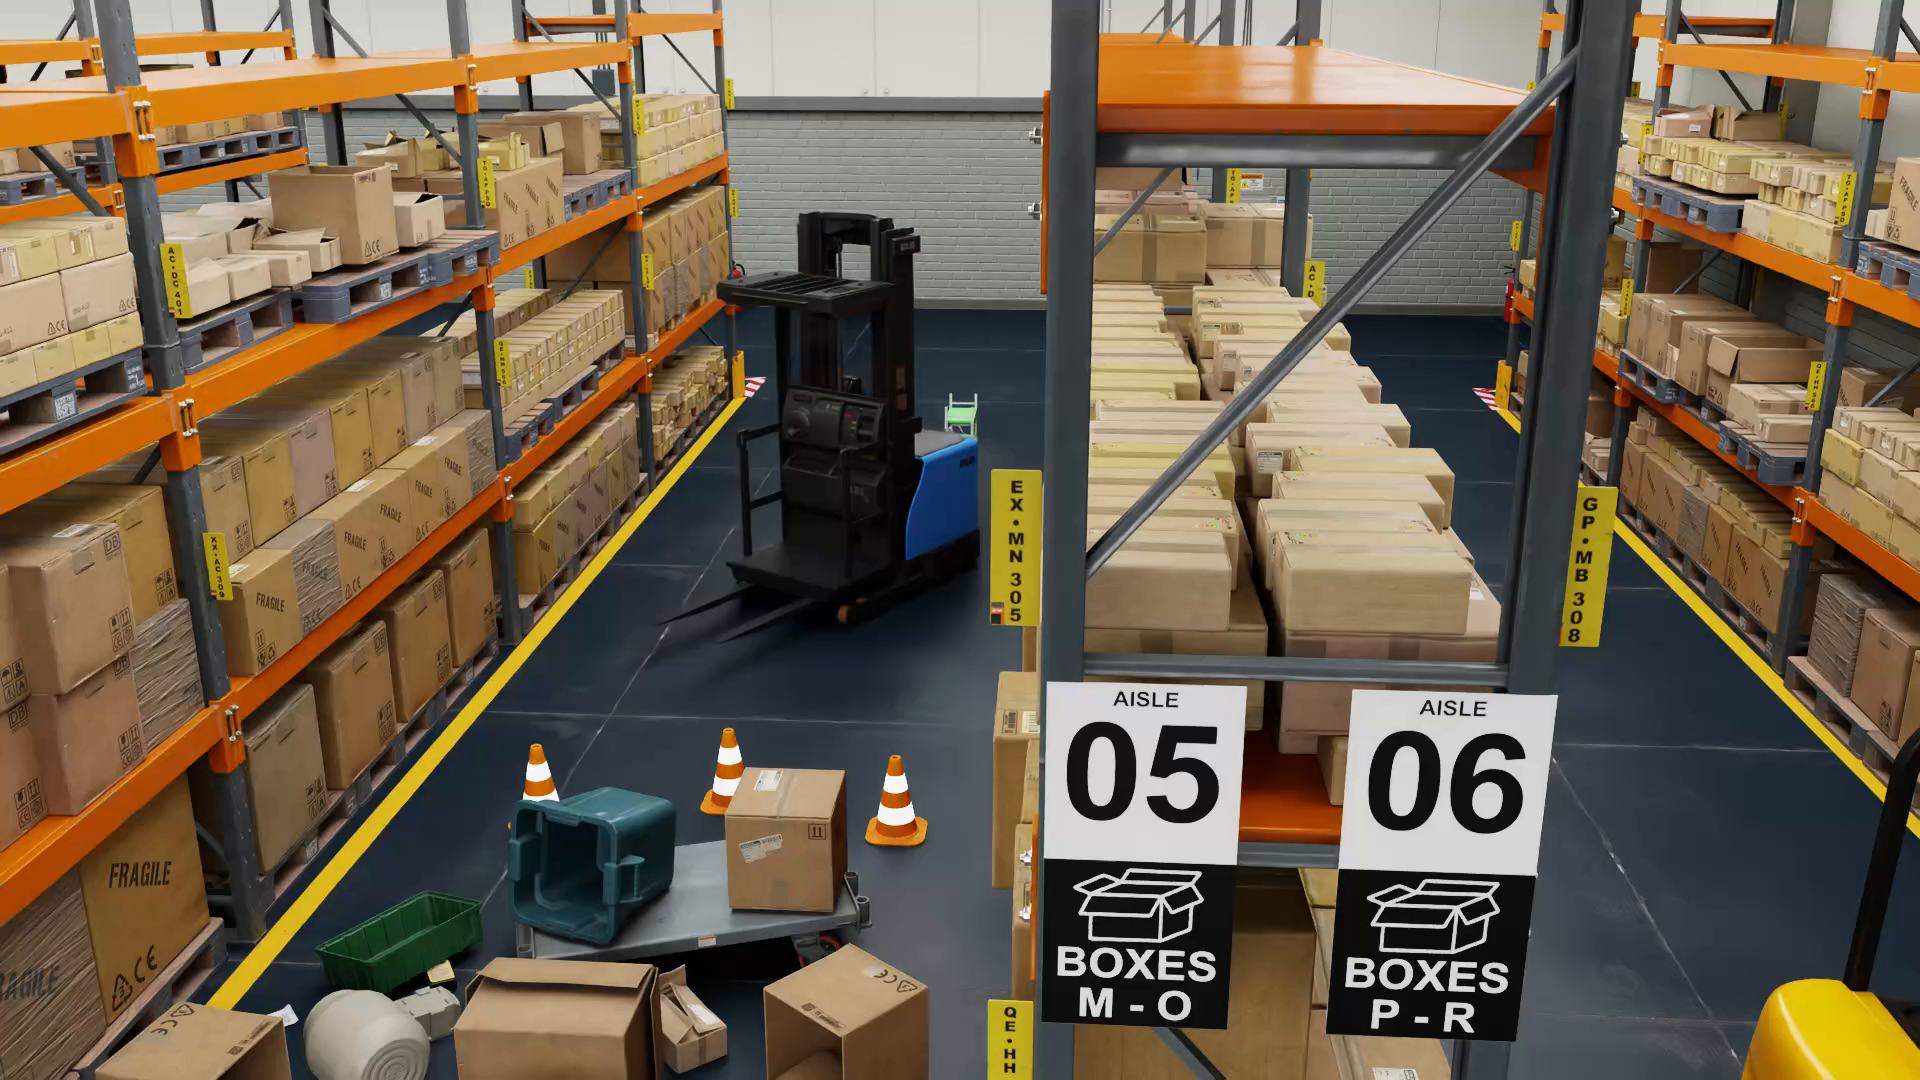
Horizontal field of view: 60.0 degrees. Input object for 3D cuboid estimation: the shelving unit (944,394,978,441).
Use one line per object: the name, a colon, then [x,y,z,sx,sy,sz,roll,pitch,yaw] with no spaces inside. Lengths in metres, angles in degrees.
shelving unit: [0.012,-0.622,14.393,0.258,1.200,0.503,1,18,4]

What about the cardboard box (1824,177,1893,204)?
cardboard box: [5.918,-2.291,10.903,0.380,0.149,0.250,2,18,6]

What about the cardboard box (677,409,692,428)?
cardboard box: [-3.022,-1.278,17.411,0.380,0.149,0.250,1,18,2]

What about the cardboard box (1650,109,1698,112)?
cardboard box: [6.852,-3.934,15.756,0.500,0.250,0.500,1,18,3]

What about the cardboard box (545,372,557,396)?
cardboard box: [-3.402,-1.230,13.088,0.380,0.149,0.250,2,18,6]

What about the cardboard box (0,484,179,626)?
cardboard box: [-4.055,0.090,7.355,0.875,0.550,0.550,1,18,4]

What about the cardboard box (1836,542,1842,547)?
cardboard box: [6.553,0.219,12.277,0.500,0.500,0.500,1,18,4]

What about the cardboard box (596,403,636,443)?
cardboard box: [-3.222,-1.055,14.961,0.500,0.250,0.500,1,18,2]

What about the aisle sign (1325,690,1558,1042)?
aisle sign: [0.968,0.673,3.377,0.394,0.787,0.004,1,18,4]

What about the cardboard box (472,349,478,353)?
cardboard box: [-4.036,-1.467,13.335,0.380,0.149,0.250,2,18,5]

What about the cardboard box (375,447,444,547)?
cardboard box: [-3.545,-0.273,10.278,0.500,0.500,0.500,1,18,3]

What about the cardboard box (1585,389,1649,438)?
cardboard box: [6.449,-1.214,16.651,0.700,0.500,0.500,1,18,2]

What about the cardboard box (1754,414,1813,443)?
cardboard box: [5.852,-0.785,11.732,0.380,0.149,0.250,2,18,5]

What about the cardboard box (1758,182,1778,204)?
cardboard box: [6.092,-2.551,12.174,0.380,0.149,0.250,2,18,6]

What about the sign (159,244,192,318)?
sign: [-3.441,-1.136,7.298,0.100,0.325,0.005,1,18,4]

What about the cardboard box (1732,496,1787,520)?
cardboard box: [6.087,-0.219,12.572,0.380,0.149,0.250,2,18,6]

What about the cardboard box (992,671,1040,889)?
cardboard box: [0.460,0.737,5.112,0.700,0.500,0.500,1,18,3]

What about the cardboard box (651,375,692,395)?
cardboard box: [-3.052,-1.638,17.555,0.380,0.149,0.250,1,18,4]

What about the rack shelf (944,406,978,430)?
rack shelf: [0.012,-1.017,14.264,0.258,0.148,0.480,1,18,4]

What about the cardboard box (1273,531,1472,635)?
cardboard box: [0.892,0.091,3.632,0.380,0.149,0.250,1,18,4]

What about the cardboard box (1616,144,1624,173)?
cardboard box: [6.286,-3.548,15.378,0.500,0.250,0.500,1,18,2]

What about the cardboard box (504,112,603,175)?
cardboard box: [-3.558,-3.481,14.577,0.700,0.500,0.500,1,18,4]

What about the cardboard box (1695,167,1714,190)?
cardboard box: [5.959,-2.808,12.927,0.380,0.149,0.250,2,18,5]

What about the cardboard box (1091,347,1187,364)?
cardboard box: [0.563,-0.549,5.586,0.380,0.149,0.250,1,18,3]

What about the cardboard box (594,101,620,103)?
cardboard box: [-3.558,-4.453,17.175,0.380,0.149,0.250,2,18,6]

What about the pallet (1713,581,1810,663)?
pallet: [6.279,0.601,12.249,1.003,0.211,1.213,1,18,4]

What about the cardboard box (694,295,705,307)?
cardboard box: [-2.977,-2.624,18.016,0.380,0.149,0.250,0,18,1]

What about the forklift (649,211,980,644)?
forklift: [-1.090,-0.914,12.505,1.130,2.935,3.031,12,22,33]

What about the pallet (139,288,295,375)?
pallet: [-3.978,-1.059,8.329,0.805,0.209,1.217,1,18,2]

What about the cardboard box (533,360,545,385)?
cardboard box: [-3.422,-1.294,12.807,0.380,0.149,0.250,1,18,4]

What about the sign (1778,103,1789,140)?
sign: [7.029,-3.582,14.257,0.100,0.325,0.005,1,18,4]

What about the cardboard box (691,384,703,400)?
cardboard box: [-2.984,-1.580,17.855,0.380,0.149,0.250,2,18,7]

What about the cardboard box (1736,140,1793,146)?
cardboard box: [6.564,-3.176,13.570,0.380,0.149,0.250,1,18,3]

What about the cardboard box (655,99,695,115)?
cardboard box: [-2.987,-4.522,17.385,0.380,0.149,0.250,1,18,3]

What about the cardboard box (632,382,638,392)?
cardboard box: [-3.508,-1.649,17.587,0.380,0.149,0.250,1,18,4]

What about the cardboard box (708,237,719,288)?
cardboard box: [-2.952,-3.050,18.275,0.500,0.500,0.500,1,18,3]

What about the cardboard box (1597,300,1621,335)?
cardboard box: [6.289,-2.125,15.853,0.500,0.250,0.500,1,18,4]

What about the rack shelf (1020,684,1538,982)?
rack shelf: [0.807,0.178,5.402,1.077,0.370,4.000,1,18,4]

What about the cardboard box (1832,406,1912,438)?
cardboard box: [5.871,-0.756,10.711,0.380,0.149,0.250,2,18,6]

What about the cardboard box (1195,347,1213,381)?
cardboard box: [1.152,-0.555,6.247,0.500,0.250,0.500,1,18,3]

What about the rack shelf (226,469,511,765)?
rack shelf: [-3.851,0.282,9.902,1.077,0.370,4.000,1,18,4]

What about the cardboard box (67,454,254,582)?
cardboard box: [-3.965,-0.116,8.194,0.700,0.500,0.500,1,18,3]

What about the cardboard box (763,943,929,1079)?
cardboard box: [-0.484,2.129,7.119,0.500,0.500,0.500,17,25,41]

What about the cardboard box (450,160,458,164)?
cardboard box: [-3.857,-2.648,12.710,0.500,0.500,0.500,1,18,4]

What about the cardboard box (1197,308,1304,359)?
cardboard box: [1.095,-0.780,6.293,0.380,0.149,0.250,2,18,5]

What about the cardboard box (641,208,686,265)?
cardboard box: [-3.057,-3.040,16.638,0.500,0.500,0.500,2,18,5]

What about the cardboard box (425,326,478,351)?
cardboard box: [-4.035,-1.608,13.288,0.380,0.149,0.250,2,18,7]

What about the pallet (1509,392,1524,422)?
pallet: [6.700,-1.381,18.299,1.003,0.211,1.213,1,18,4]

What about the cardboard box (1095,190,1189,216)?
cardboard box: [0.916,-1.652,8.592,0.500,0.250,0.500,2,18,5]

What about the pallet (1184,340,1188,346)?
pallet: [1.101,-0.886,7.793,1.213,0.211,1.003,1,18,4]

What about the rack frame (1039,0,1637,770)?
rack frame: [0.663,-0.969,2.927,1.000,3.000,0.127,1,18,4]

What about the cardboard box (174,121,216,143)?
cardboard box: [-8.143,-4.356,17.088,0.700,0.500,0.500,2,18,6]

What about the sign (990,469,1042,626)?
sign: [0.111,0.017,3.313,0.100,0.325,0.005,1,18,4]

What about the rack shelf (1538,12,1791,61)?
rack shelf: [6.618,-4.864,15.975,1.077,0.370,4.000,1,18,4]

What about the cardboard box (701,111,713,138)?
cardboard box: [-2.949,-4.450,17.808,0.500,0.250,0.500,1,18,2]

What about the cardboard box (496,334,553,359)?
cardboard box: [-3.406,-1.509,12.986,0.380,0.149,0.250,2,18,6]

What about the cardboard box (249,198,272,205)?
cardboard box: [-4.015,-1.907,10.015,0.500,0.250,0.500,2,18,5]

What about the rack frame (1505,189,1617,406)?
rack frame: [6.761,-2.977,18.692,1.000,3.000,0.127,1,18,4]
